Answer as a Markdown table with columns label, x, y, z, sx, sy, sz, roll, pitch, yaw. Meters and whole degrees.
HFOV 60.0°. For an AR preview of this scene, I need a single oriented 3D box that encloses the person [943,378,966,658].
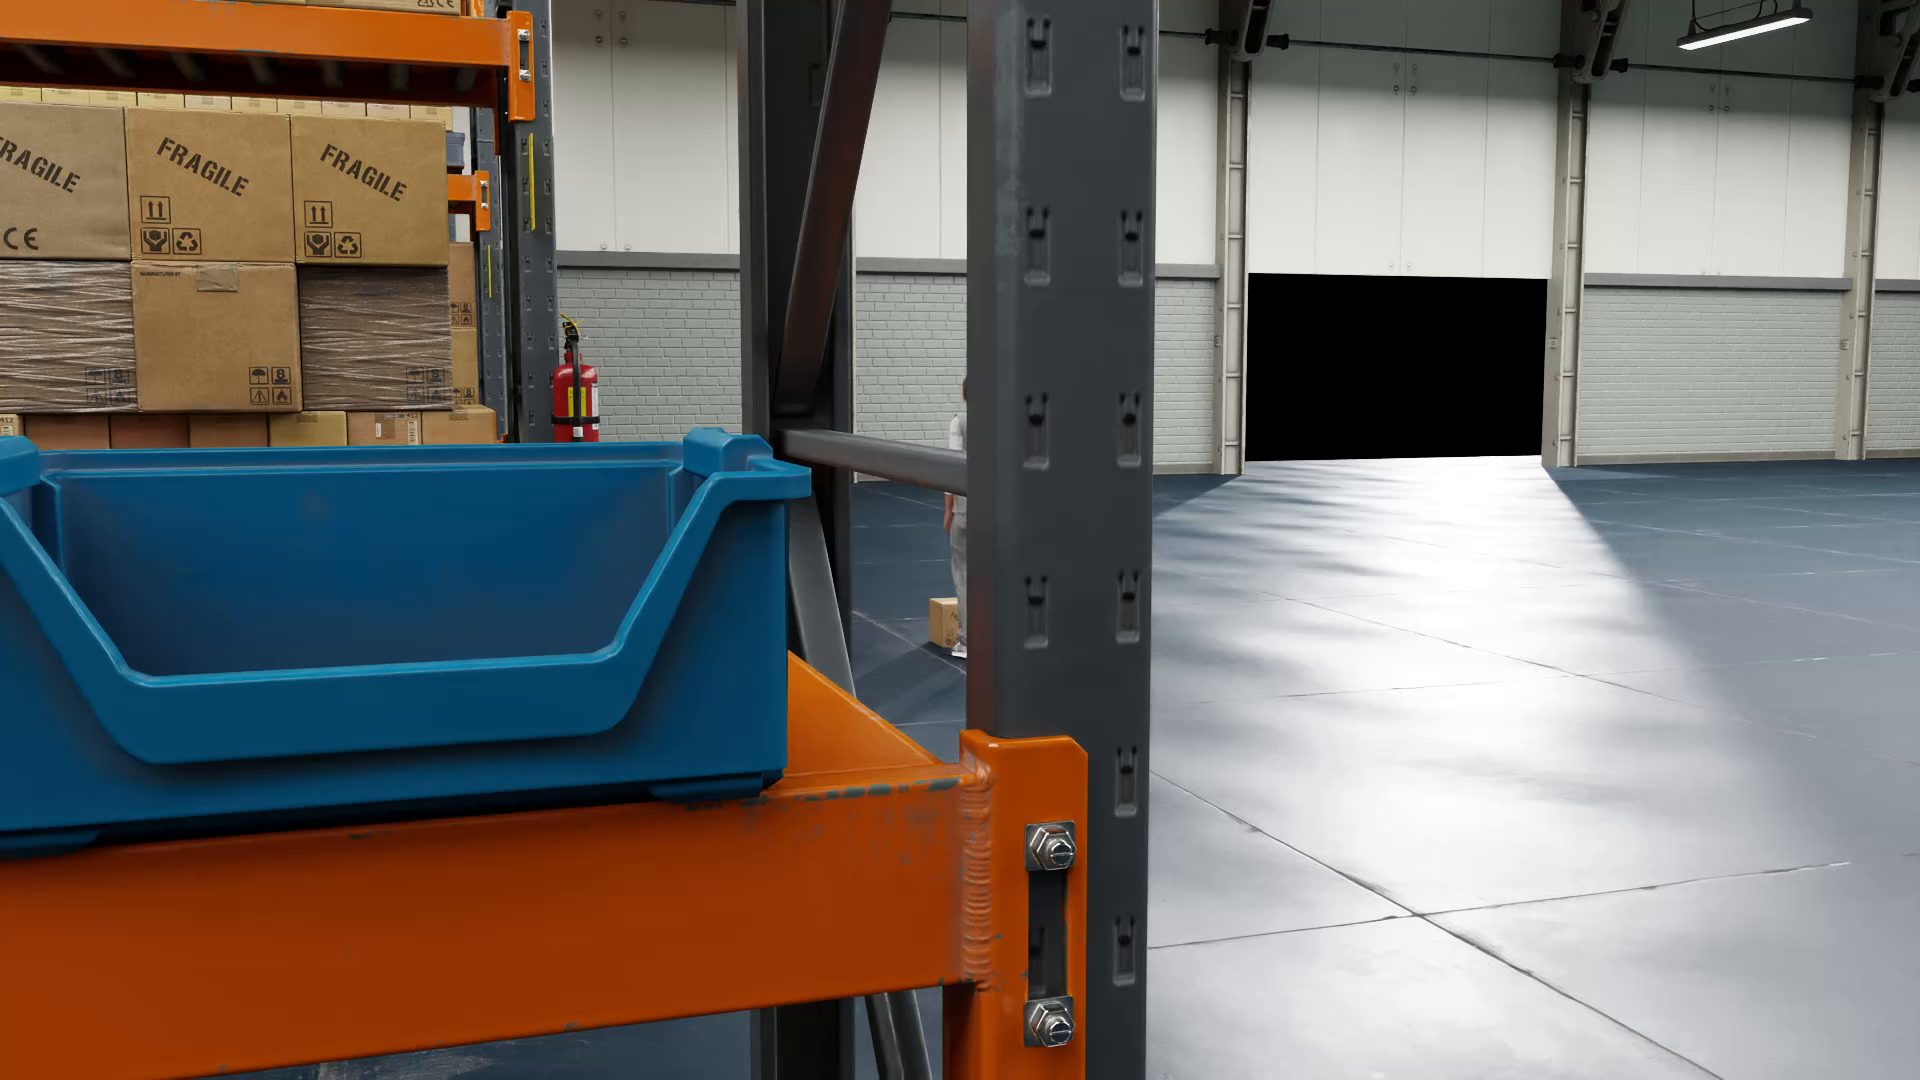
| label | x | y | z | sx | sy | sz | roll | pitch | yaw |
| --- | --- | --- | --- | --- | --- | --- | --- | --- | --- |
| person | 0.106 | -0.130 | 9.142 | 0.409 | 1.576 | 0.305 | -2 | 6 | -18 |
